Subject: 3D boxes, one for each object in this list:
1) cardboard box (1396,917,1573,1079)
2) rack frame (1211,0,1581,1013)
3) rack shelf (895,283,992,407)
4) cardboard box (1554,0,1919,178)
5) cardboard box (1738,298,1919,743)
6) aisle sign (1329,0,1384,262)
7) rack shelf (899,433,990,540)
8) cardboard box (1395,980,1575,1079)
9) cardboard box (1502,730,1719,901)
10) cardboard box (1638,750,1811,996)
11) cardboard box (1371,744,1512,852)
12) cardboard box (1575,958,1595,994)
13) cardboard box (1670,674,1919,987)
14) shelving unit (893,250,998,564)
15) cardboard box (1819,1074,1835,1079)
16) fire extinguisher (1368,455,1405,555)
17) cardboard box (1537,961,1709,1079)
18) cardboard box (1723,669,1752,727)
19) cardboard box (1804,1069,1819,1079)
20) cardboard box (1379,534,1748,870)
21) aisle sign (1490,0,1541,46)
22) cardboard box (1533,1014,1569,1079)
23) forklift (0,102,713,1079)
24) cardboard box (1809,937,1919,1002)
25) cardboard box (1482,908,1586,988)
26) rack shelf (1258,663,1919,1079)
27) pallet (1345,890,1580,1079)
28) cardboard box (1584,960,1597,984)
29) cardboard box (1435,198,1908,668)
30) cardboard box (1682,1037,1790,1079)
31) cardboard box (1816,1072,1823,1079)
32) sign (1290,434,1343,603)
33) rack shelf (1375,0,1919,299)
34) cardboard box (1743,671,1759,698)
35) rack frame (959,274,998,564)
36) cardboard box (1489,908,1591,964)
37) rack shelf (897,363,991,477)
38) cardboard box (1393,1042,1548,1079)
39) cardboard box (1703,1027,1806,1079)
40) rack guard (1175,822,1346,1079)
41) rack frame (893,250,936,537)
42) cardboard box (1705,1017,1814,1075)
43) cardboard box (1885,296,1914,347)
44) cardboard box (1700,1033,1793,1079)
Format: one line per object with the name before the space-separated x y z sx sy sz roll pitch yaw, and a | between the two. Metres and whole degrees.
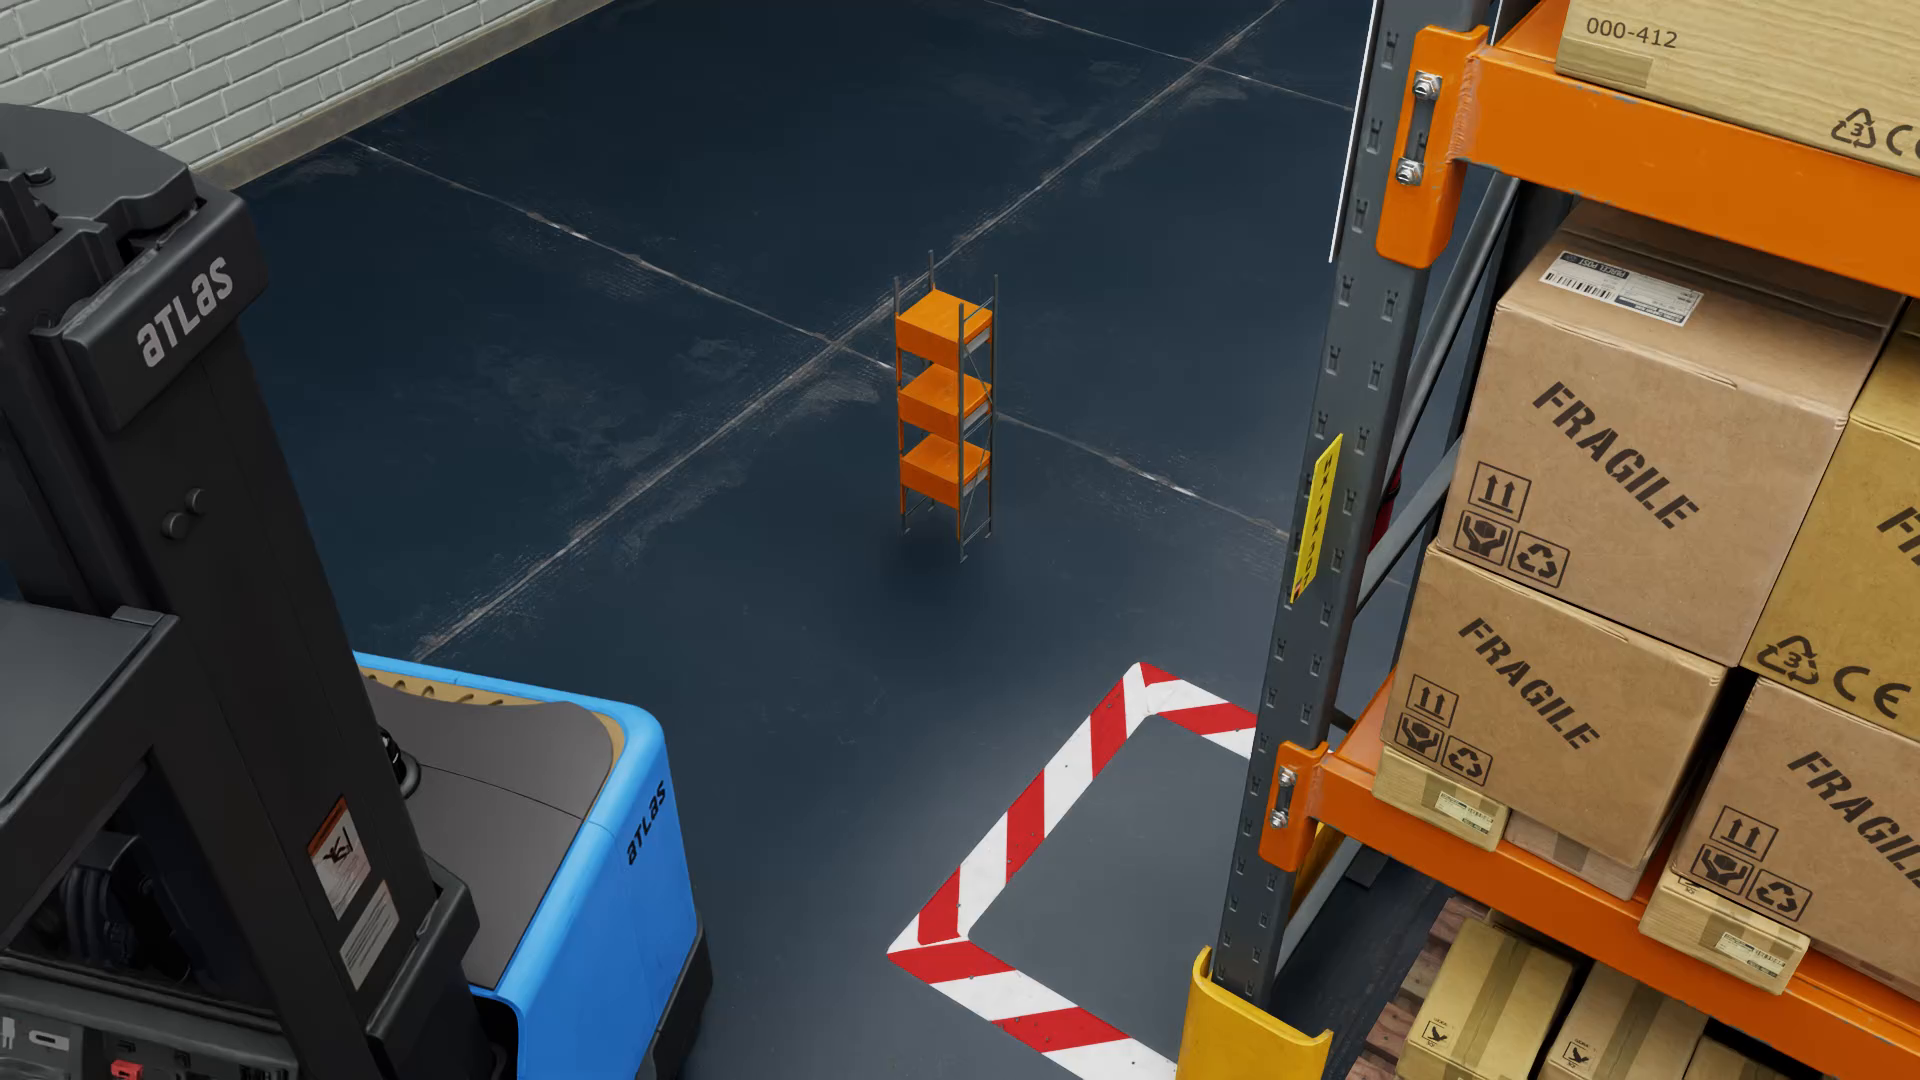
cardboard box | 1.165 1.062 3.690 0.250 0.149 0.380 23 47 24
rack frame | 0.931 -0.008 3.509 0.127 3.000 1.000 25 48 25
rack shelf | -0.044 -0.615 5.241 0.240 0.259 0.215 25 48 25
cardboard box | 1.152 -0.758 2.211 0.500 0.250 0.500 27 48 27
cardboard box | 1.563 -0.022 2.477 0.500 0.500 0.500 26 48 26
aisle sign | 0.699 -0.841 2.491 0.004 0.787 0.394 25 48 25
rack shelf | -0.044 -0.197 5.615 0.240 0.259 0.215 25 48 25
cardboard box | 1.213 1.128 3.840 0.250 0.149 0.380 27 48 27
cardboard box | 1.240 0.464 3.171 0.250 0.149 0.380 27 48 27
cardboard box | 1.430 0.596 3.023 0.250 0.149 0.380 24 47 24
cardboard box | 1.008 0.389 3.254 0.250 0.149 0.380 25 47 25
cardboard box | 1.750 1.029 4.174 0.250 0.149 0.380 27 48 27
cardboard box | 1.593 0.358 2.803 0.500 0.500 0.500 25 48 25
shelving unit | -0.044 -0.412 5.423 0.252 1.050 0.215 25 48 25
cardboard box | 1.843 1.318 3.404 0.250 0.149 0.380 23 47 23
fire extinguisher | 0.990 -0.189 4.049 0.183 0.674 0.296 25 48 25
cardboard box | 1.460 1.102 3.645 0.250 0.149 0.380 26 48 26
cardboard box | 1.756 0.260 3.399 0.250 0.149 0.380 25 47 25
cardboard box | 2.127 1.264 3.910 0.250 0.149 0.380 26 48 26
cardboard box | 1.140 0.167 3.016 0.500 0.500 0.500 27 49 27
aisle sign | 1.043 -1.168 2.857 0.004 0.787 0.394 25 48 25
cardboard box | 1.437 1.329 3.838 0.250 0.149 0.380 25 47 25
forklift | -1.499 0.964 2.475 1.130 2.935 3.031 9 43 10
cardboard box | 1.721 0.620 2.996 0.250 0.149 0.380 27 49 27
cardboard box | 1.482 0.986 4.222 0.250 0.149 0.380 26 48 26
rack shelf | 2.568 1.026 2.893 4.000 0.370 1.077 25 48 25
pallet | 1.638 1.391 4.037 1.213 0.211 1.003 25 48 25
cardboard box | 1.710 0.963 4.024 0.250 0.149 0.380 24 47 24
cardboard box | 1.146 -0.212 2.689 0.500 0.500 0.500 25 47 25
cardboard box | 1.592 1.269 3.460 0.250 0.149 0.380 25 47 25
cardboard box | 2.114 1.191 3.770 0.250 0.149 0.380 25 47 25
sign | 0.620 -0.034 2.890 0.005 0.325 0.100 25 48 25
rack shelf | 2.568 -0.092 1.893 4.000 0.370 1.077 25 48 25
cardboard box | 1.865 0.076 3.118 0.500 0.500 0.500 24 47 25
rack frame | 0.056 -0.365 5.371 0.008 1.050 0.200 25 48 25
cardboard box | 1.527 0.833 4.169 0.250 0.149 0.380 24 47 24
rack shelf | -0.044 -0.404 5.430 0.240 0.259 0.215 25 48 25
cardboard box | 1.176 1.273 3.900 0.250 0.149 0.380 26 48 26
cardboard box | 1.917 1.177 4.008 0.250 0.149 0.380 25 47 25
rack guard | 0.993 0.953 4.310 0.348 0.500 1.175 25 48 25
rack frame | -0.144 -0.458 5.475 0.008 1.050 0.200 25 48 25
cardboard box | 1.953 1.031 3.948 0.250 0.149 0.380 23 47 24
cardboard box | 1.448 -0.489 2.999 0.500 0.500 0.500 24 47 25
cardboard box | 1.655 1.309 3.638 0.250 0.149 0.380 26 48 26
